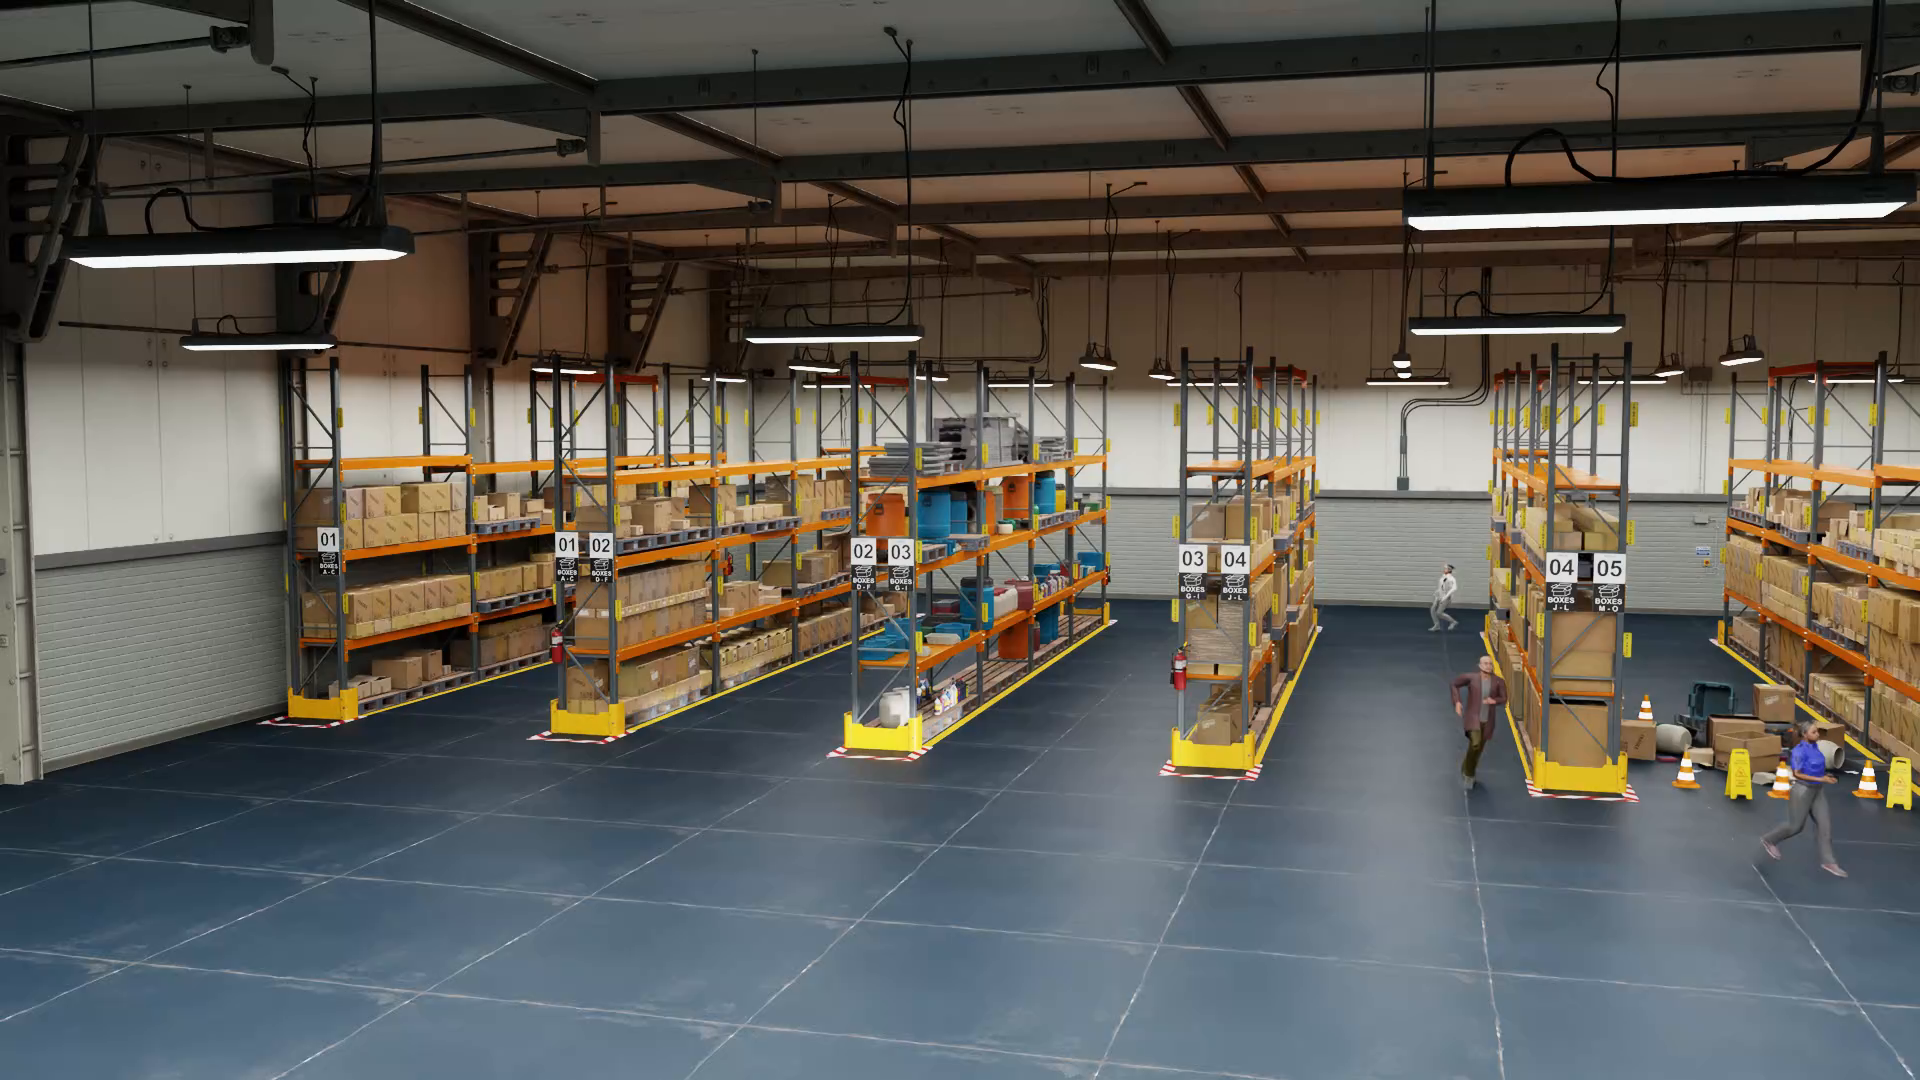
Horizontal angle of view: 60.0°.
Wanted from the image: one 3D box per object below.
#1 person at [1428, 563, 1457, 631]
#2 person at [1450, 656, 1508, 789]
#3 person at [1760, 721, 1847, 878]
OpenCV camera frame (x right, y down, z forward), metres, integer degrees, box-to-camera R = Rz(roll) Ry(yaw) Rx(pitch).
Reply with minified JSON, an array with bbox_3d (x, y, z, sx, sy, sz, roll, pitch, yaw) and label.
[{"bbox_3d":[11.336,1.336,38.946,0.613,1.634,0.643,0,4,-4],"label":"person"},{"bbox_3d":[7.099,2.482,22.720,0.692,1.823,0.740,0,4,-5],"label":"person"},{"bbox_3d":[9.329,2.812,18.333,0.577,1.654,0.941,-3,5,-33],"label":"person"}]
